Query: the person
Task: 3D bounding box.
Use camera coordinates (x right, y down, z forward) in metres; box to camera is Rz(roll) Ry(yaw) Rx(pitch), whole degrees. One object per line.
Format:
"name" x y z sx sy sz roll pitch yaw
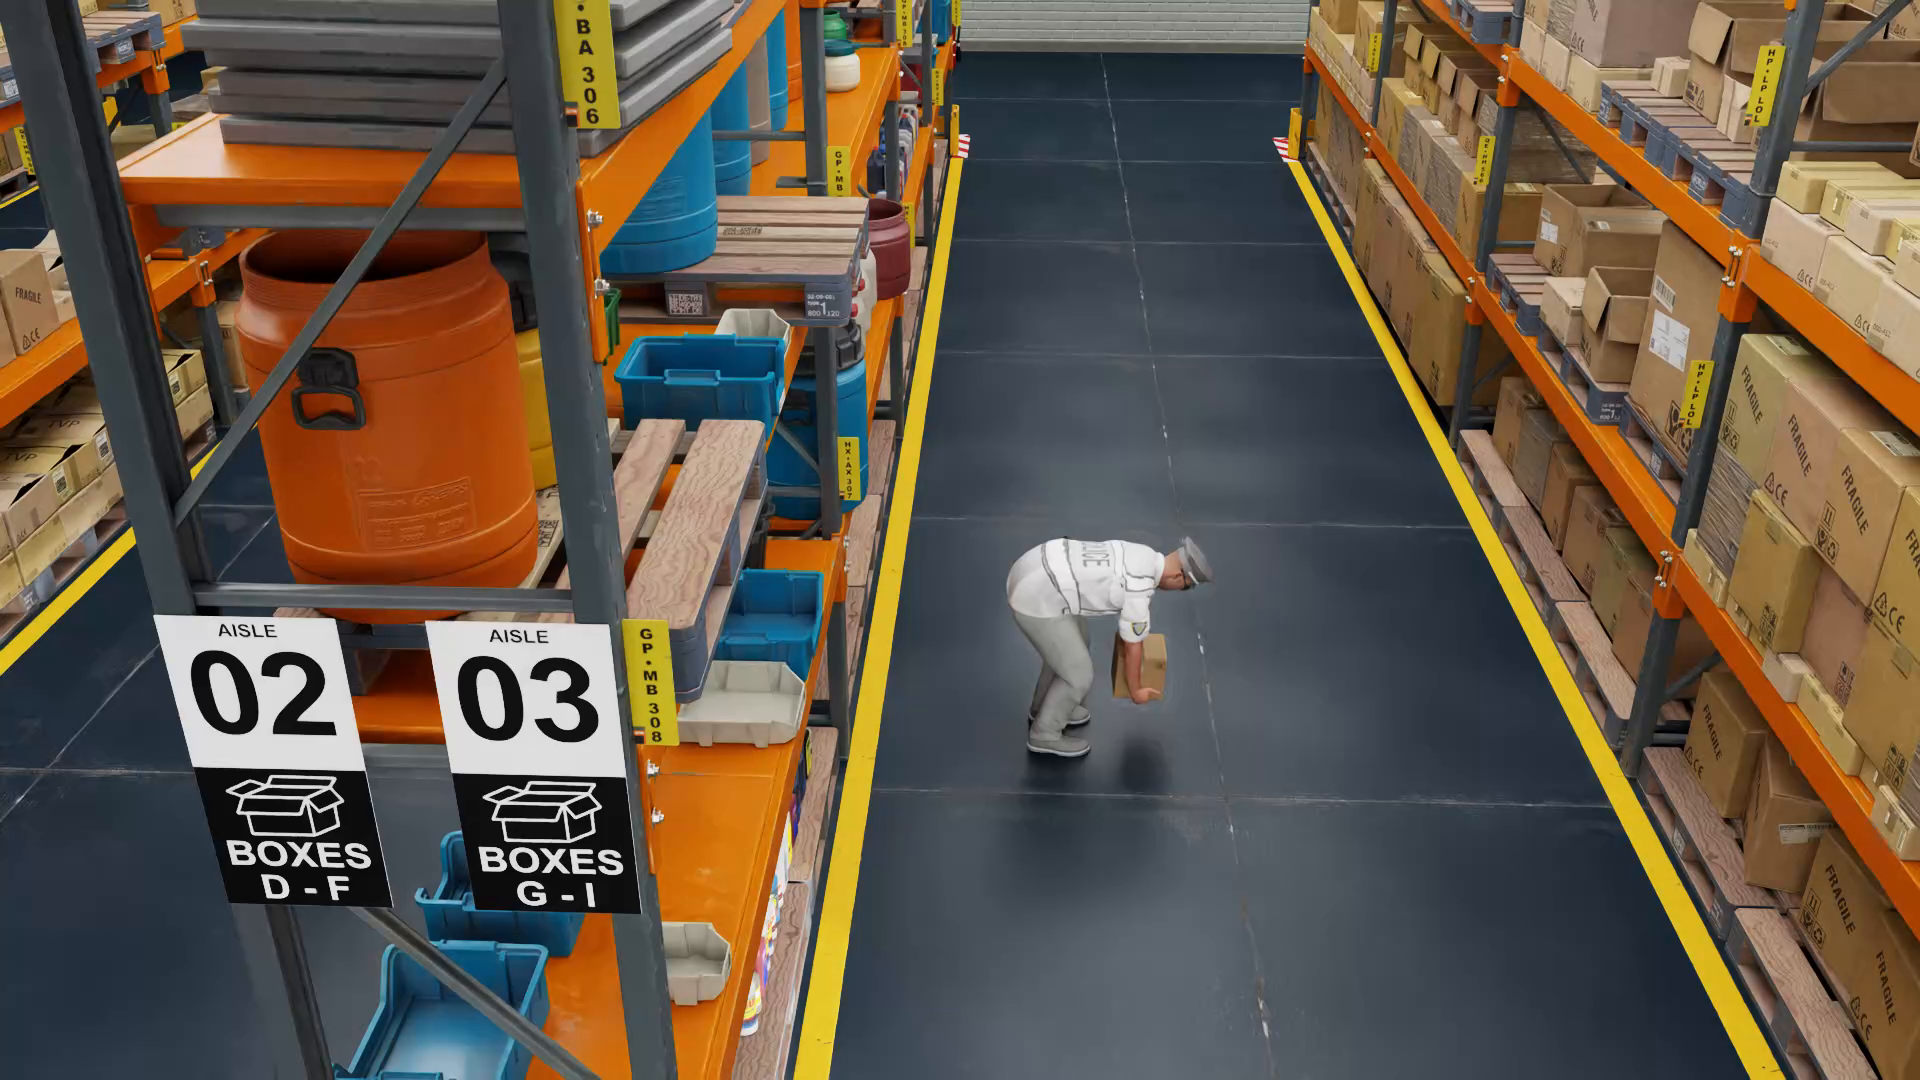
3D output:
"person" 0.472 0.245 8.384 0.445 1.746 0.593 0 28 -1
